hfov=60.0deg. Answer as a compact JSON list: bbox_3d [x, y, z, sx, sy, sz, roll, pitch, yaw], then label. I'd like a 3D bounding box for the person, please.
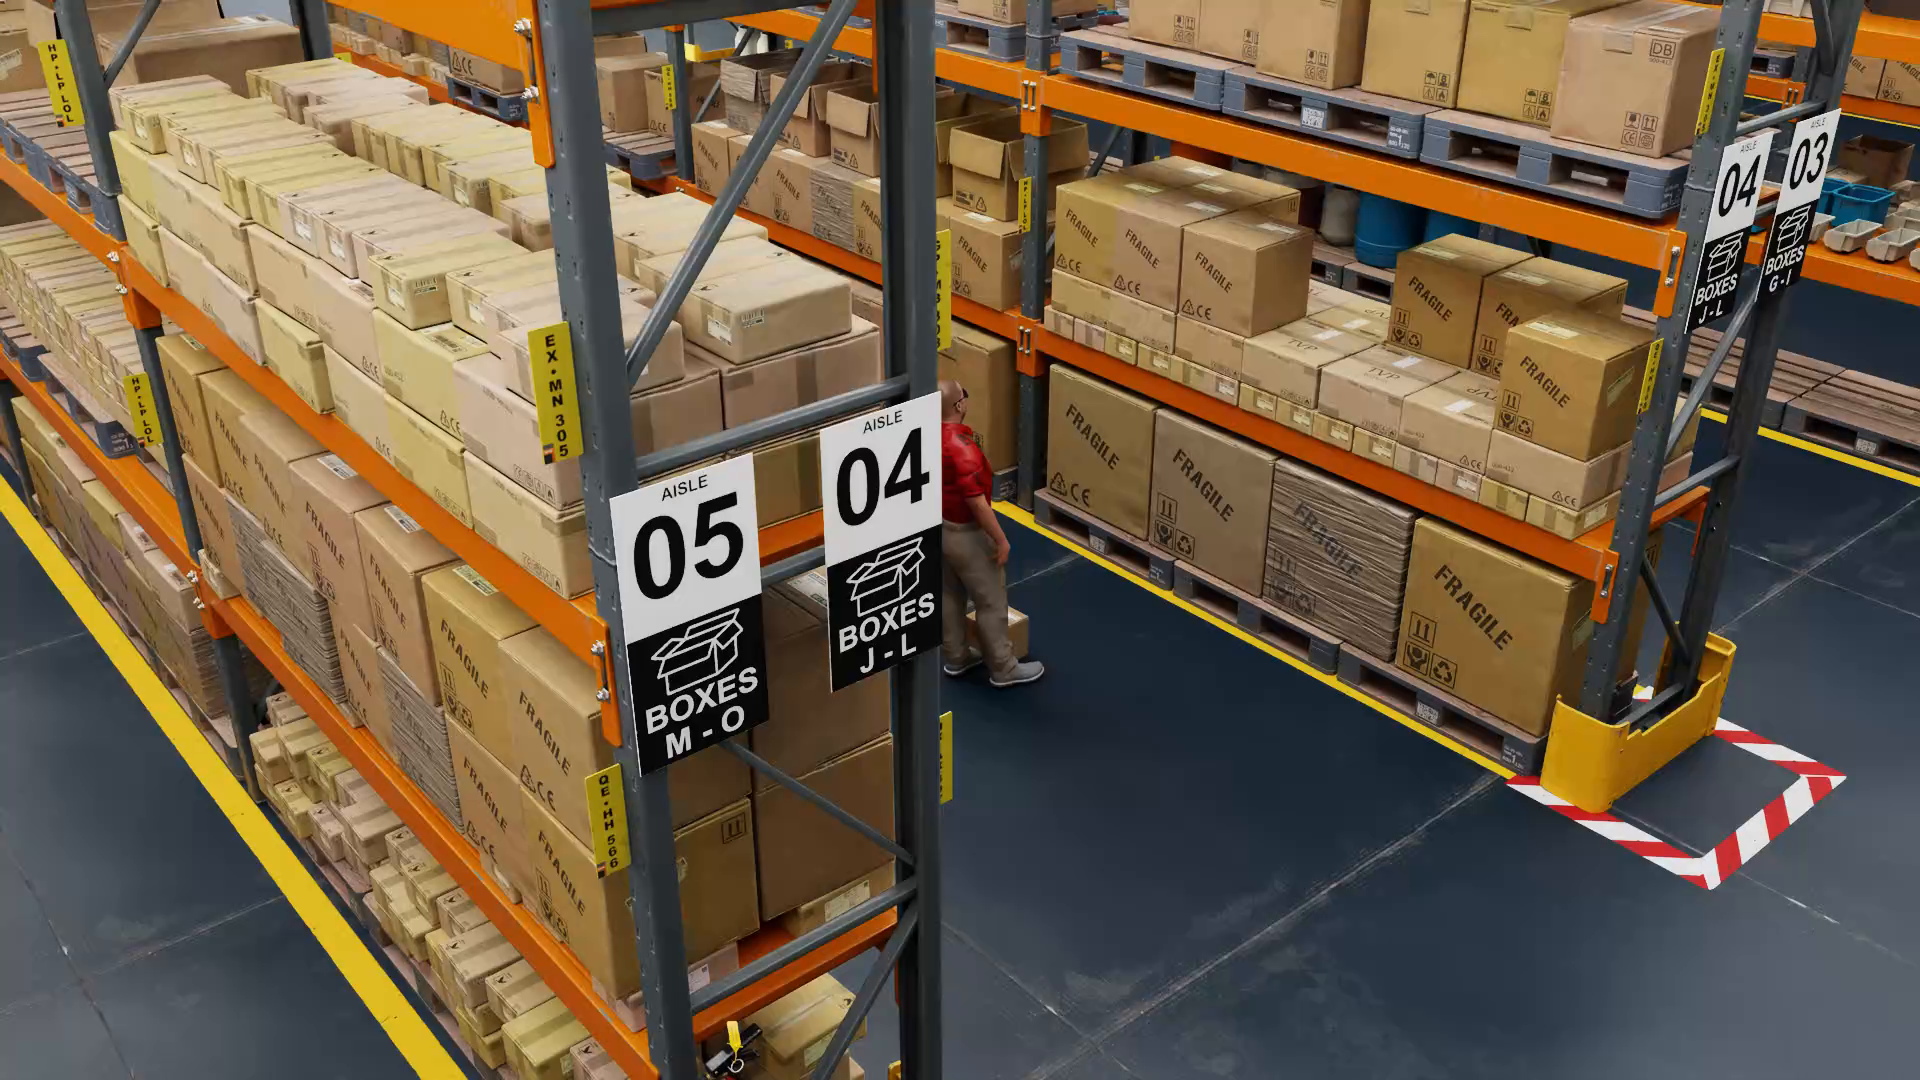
[{"bbox_3d":[0.072,-0.058,8.728,0.550,1.728,0.642,-22,35,-35],"label":"person"}]
